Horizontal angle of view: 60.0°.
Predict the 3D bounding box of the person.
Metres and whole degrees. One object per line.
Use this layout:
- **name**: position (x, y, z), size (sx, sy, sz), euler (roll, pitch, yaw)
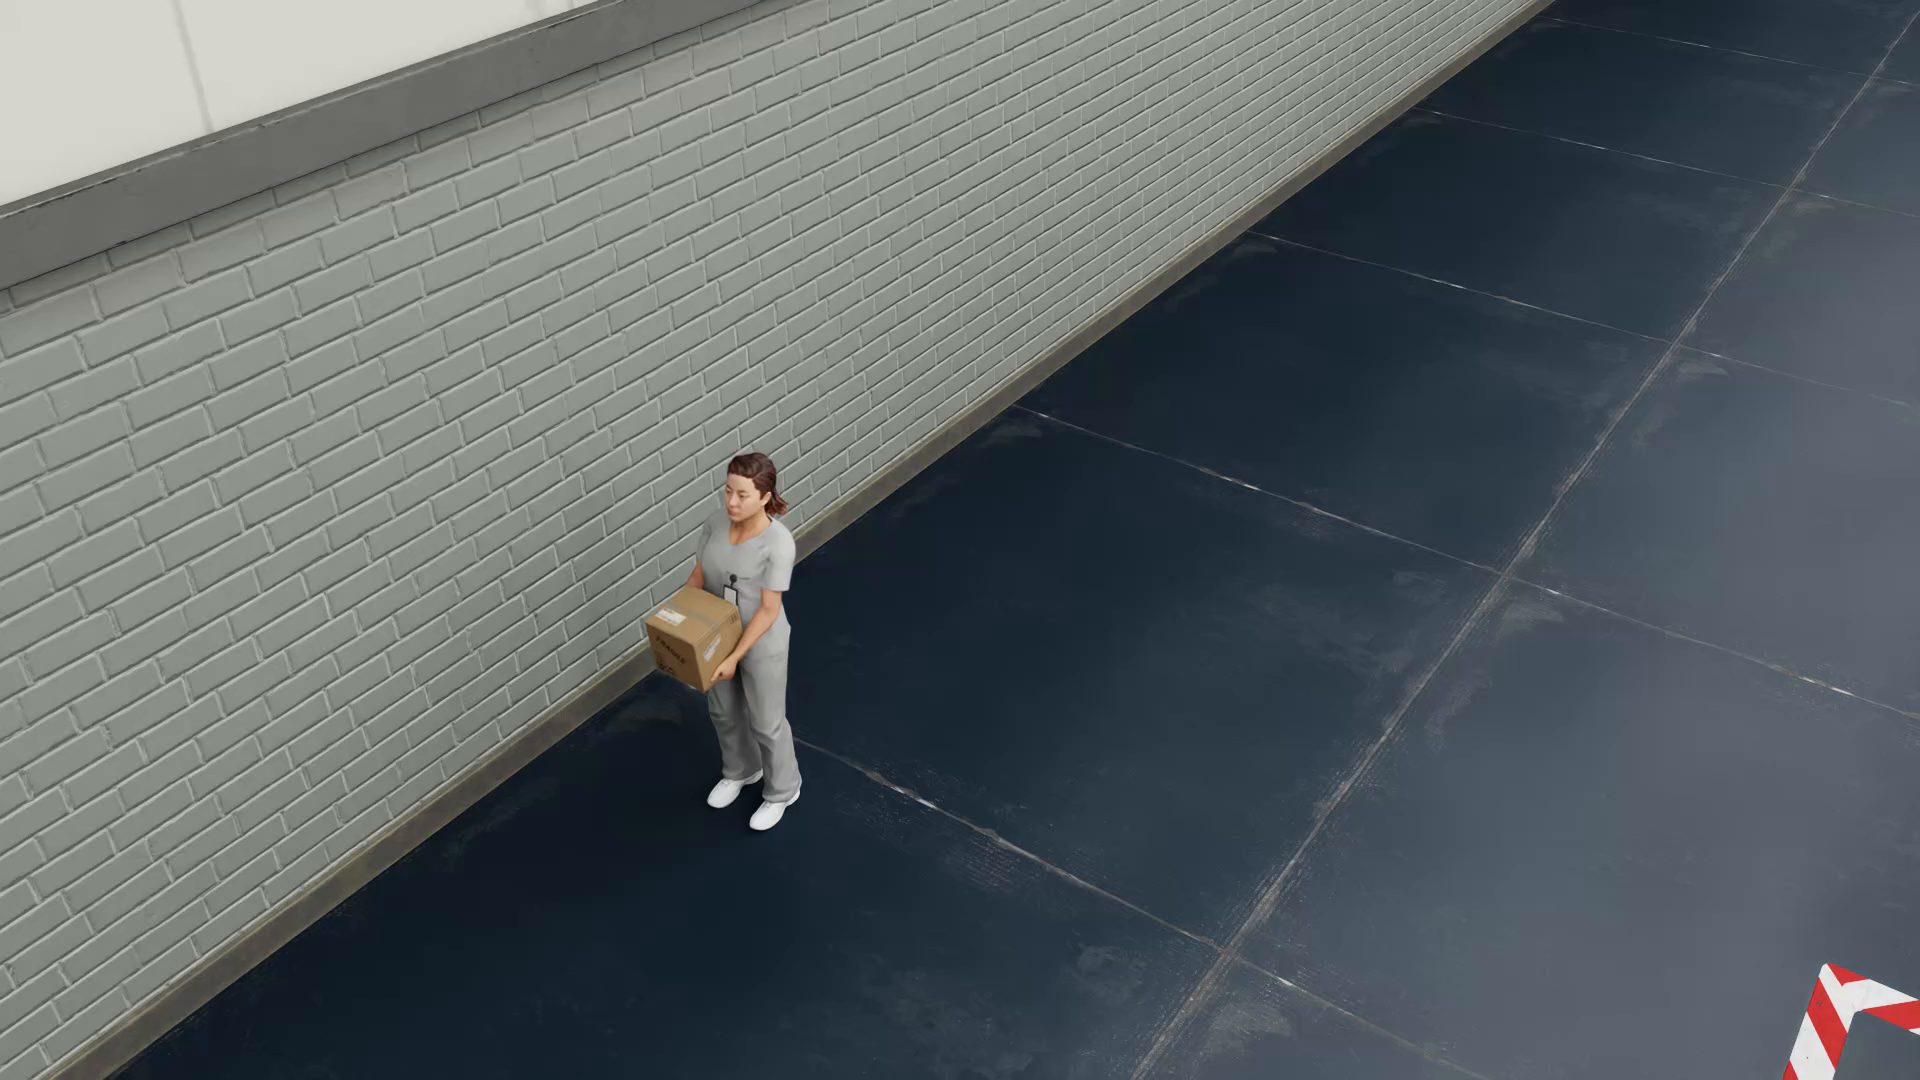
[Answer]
- **person**: position (-0.873, 0.433, 6.530), size (0.437, 1.662, 0.561), euler (22, 40, 28)
